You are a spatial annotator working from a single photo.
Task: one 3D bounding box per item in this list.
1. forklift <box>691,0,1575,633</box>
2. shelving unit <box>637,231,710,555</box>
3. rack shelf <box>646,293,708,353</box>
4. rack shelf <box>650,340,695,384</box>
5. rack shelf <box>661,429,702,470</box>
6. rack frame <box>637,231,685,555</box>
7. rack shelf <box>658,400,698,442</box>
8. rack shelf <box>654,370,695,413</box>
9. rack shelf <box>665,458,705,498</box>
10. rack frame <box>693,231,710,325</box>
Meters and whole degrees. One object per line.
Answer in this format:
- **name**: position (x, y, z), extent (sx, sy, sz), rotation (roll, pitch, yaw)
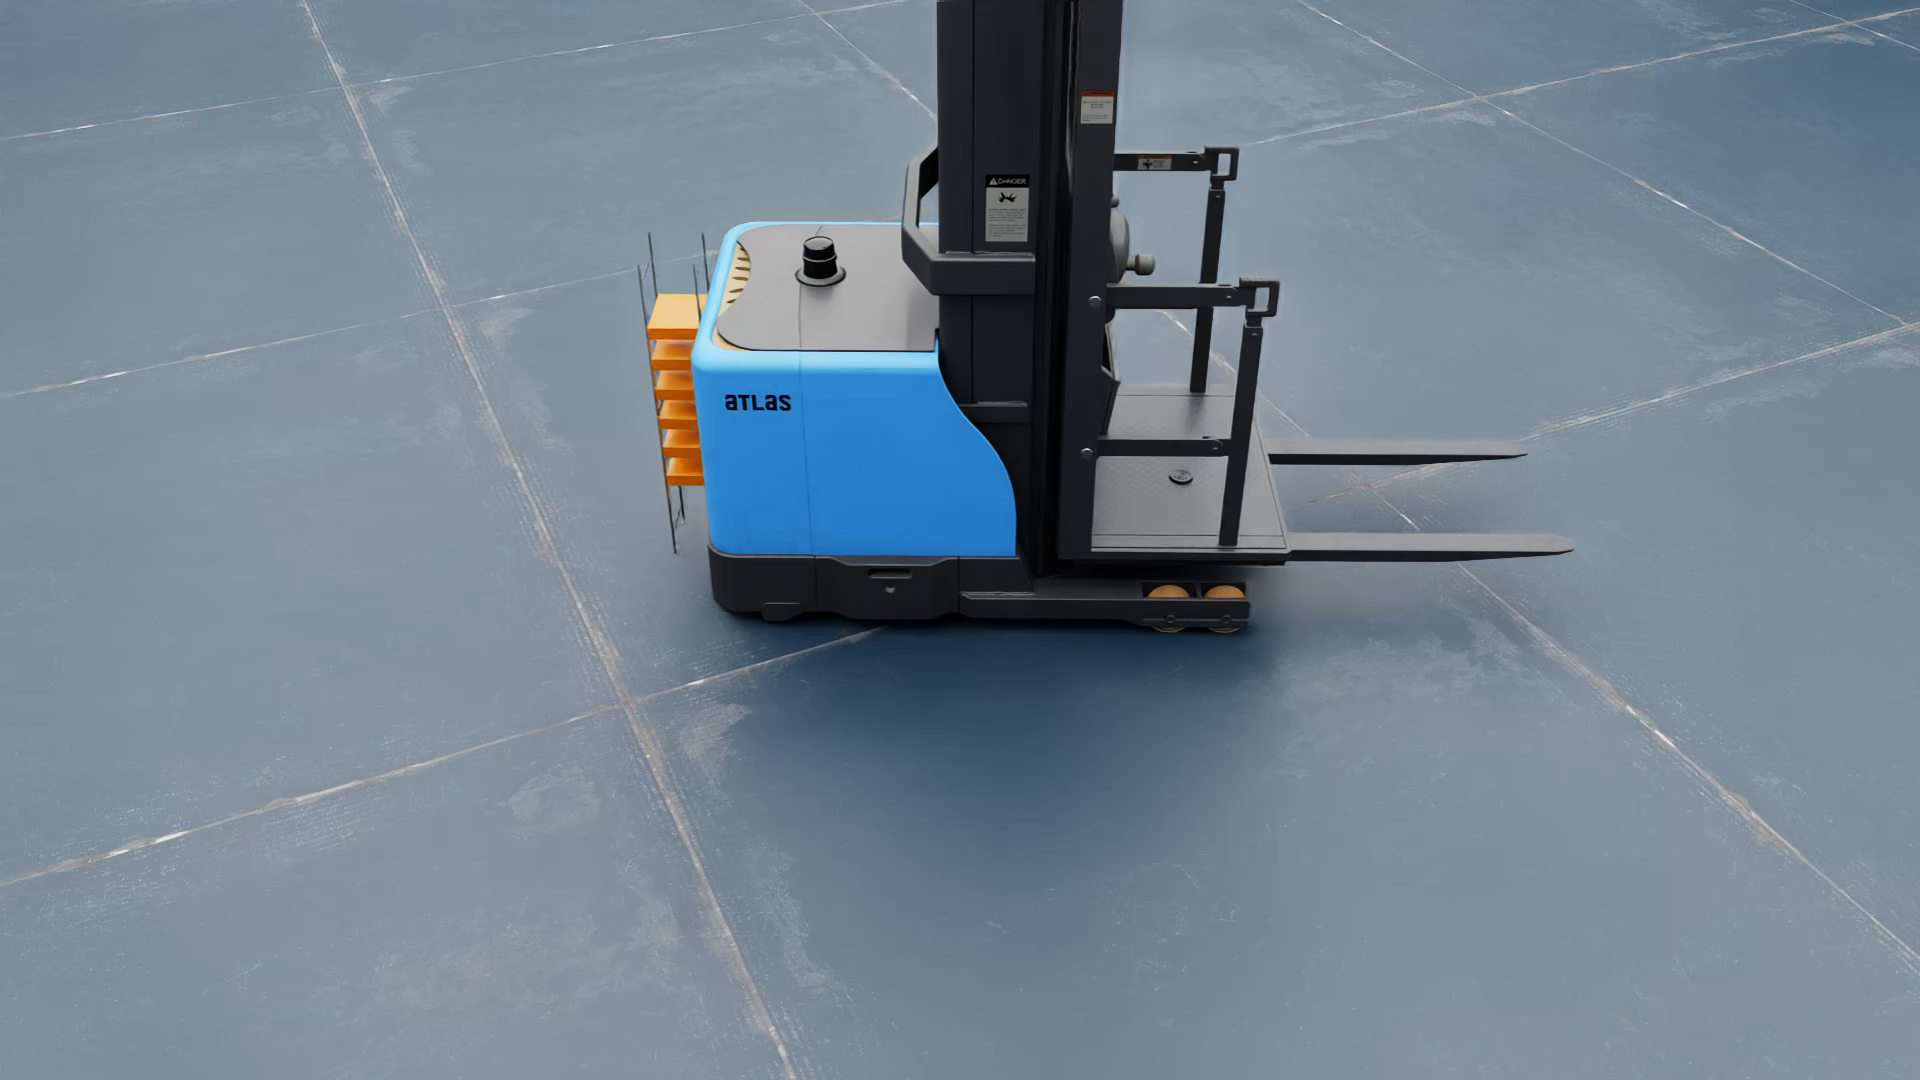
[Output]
- **forklift**: position (0.647, -1.173, 5.371), extent (3.031, 2.935, 1.130), rotation (0, 37, 0)
- **shelving unit**: position (-0.965, -0.496, 5.911), extent (0.189, 1.200, 0.258), rotation (0, 37, 0)
- **rack shelf**: position (-0.965, -0.749, 5.723), extent (0.180, 0.103, 0.258), rotation (0, 37, 0)
- **rack shelf**: position (-0.965, -0.653, 5.794), extent (0.180, 0.103, 0.258), rotation (0, 37, 0)
- **rack shelf**: position (-0.965, -0.363, 6.009), extent (0.180, 0.103, 0.258), rotation (0, 37, 0)
- **rack frame**: position (-1.057, -0.496, 5.912), extent (0.006, 1.200, 0.240), rotation (0, 37, 0)
- **rack shelf**: position (-0.965, -0.460, 5.937), extent (0.180, 0.103, 0.258), rotation (0, 37, 0)
- **rack shelf**: position (-0.965, -0.556, 5.866), extent (0.180, 0.103, 0.258), rotation (0, 37, 0)
- **rack shelf**: position (-0.965, -0.267, 6.080), extent (0.180, 0.103, 0.258), rotation (0, 37, 0)
- **rack frame**: position (-0.874, -0.495, 5.910), extent (0.006, 1.200, 0.240), rotation (0, 37, 0)
